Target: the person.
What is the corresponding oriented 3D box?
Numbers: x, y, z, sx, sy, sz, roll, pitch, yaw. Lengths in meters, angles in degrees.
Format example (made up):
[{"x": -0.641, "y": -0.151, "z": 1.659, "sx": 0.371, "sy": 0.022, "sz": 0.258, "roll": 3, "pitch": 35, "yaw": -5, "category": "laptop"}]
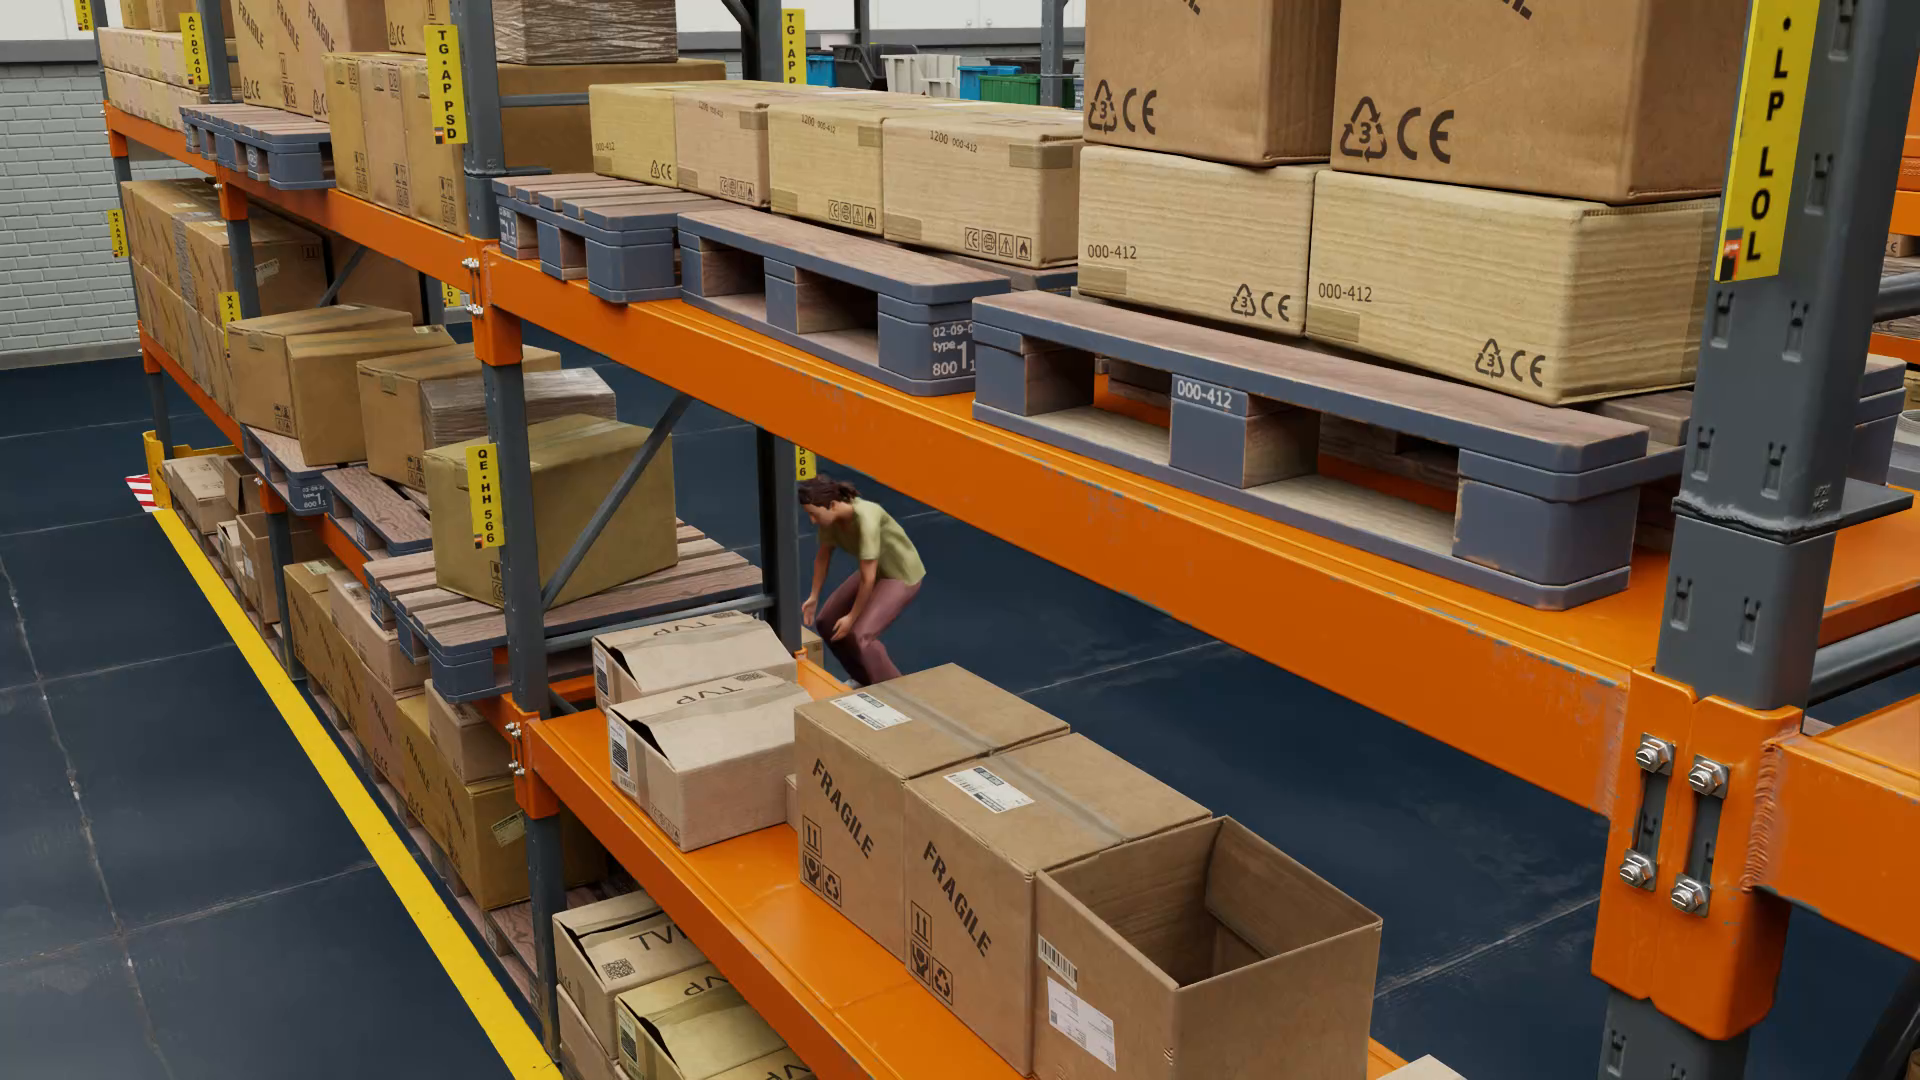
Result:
[{"x": -0.498, "y": 0.247, "z": 8.451, "sx": 0.691, "sy": 1.278, "sz": 0.512, "roll": -12, "pitch": 21, "yaw": -31, "category": "person"}]
